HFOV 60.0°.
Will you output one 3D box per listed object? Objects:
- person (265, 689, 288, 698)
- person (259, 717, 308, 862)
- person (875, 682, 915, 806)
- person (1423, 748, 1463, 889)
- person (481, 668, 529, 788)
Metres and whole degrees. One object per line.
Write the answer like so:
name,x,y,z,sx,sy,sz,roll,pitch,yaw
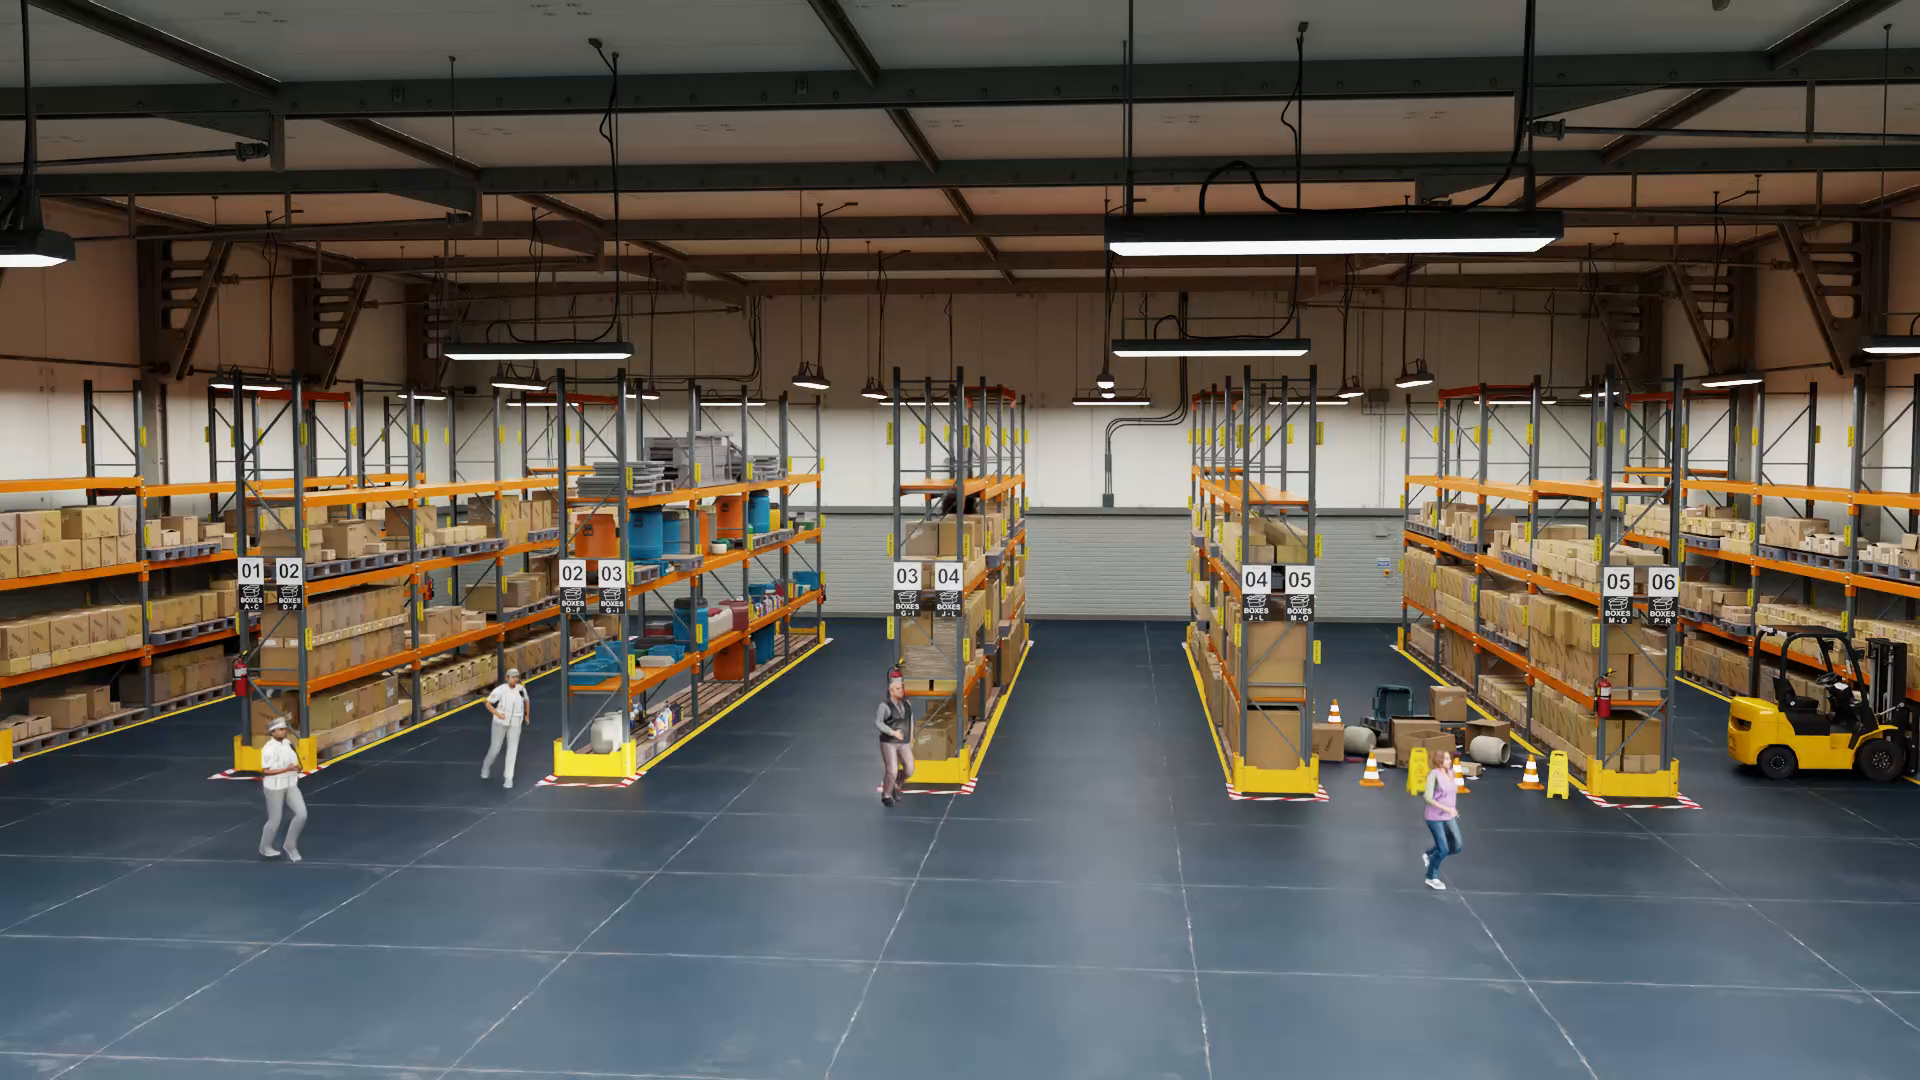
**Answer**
person,-11.653,2.439,28.385,0.503,1.617,0.682,0,4,-3
person,-7.971,2.949,19.588,0.681,1.736,0.553,2,4,25
person,-0.820,2.765,22.526,0.697,1.691,0.580,-3,4,-36
person,5.340,3.080,18.404,0.570,1.560,0.562,-3,5,-38
person,-6.529,2.683,24.054,0.692,1.650,0.924,-2,4,-27
